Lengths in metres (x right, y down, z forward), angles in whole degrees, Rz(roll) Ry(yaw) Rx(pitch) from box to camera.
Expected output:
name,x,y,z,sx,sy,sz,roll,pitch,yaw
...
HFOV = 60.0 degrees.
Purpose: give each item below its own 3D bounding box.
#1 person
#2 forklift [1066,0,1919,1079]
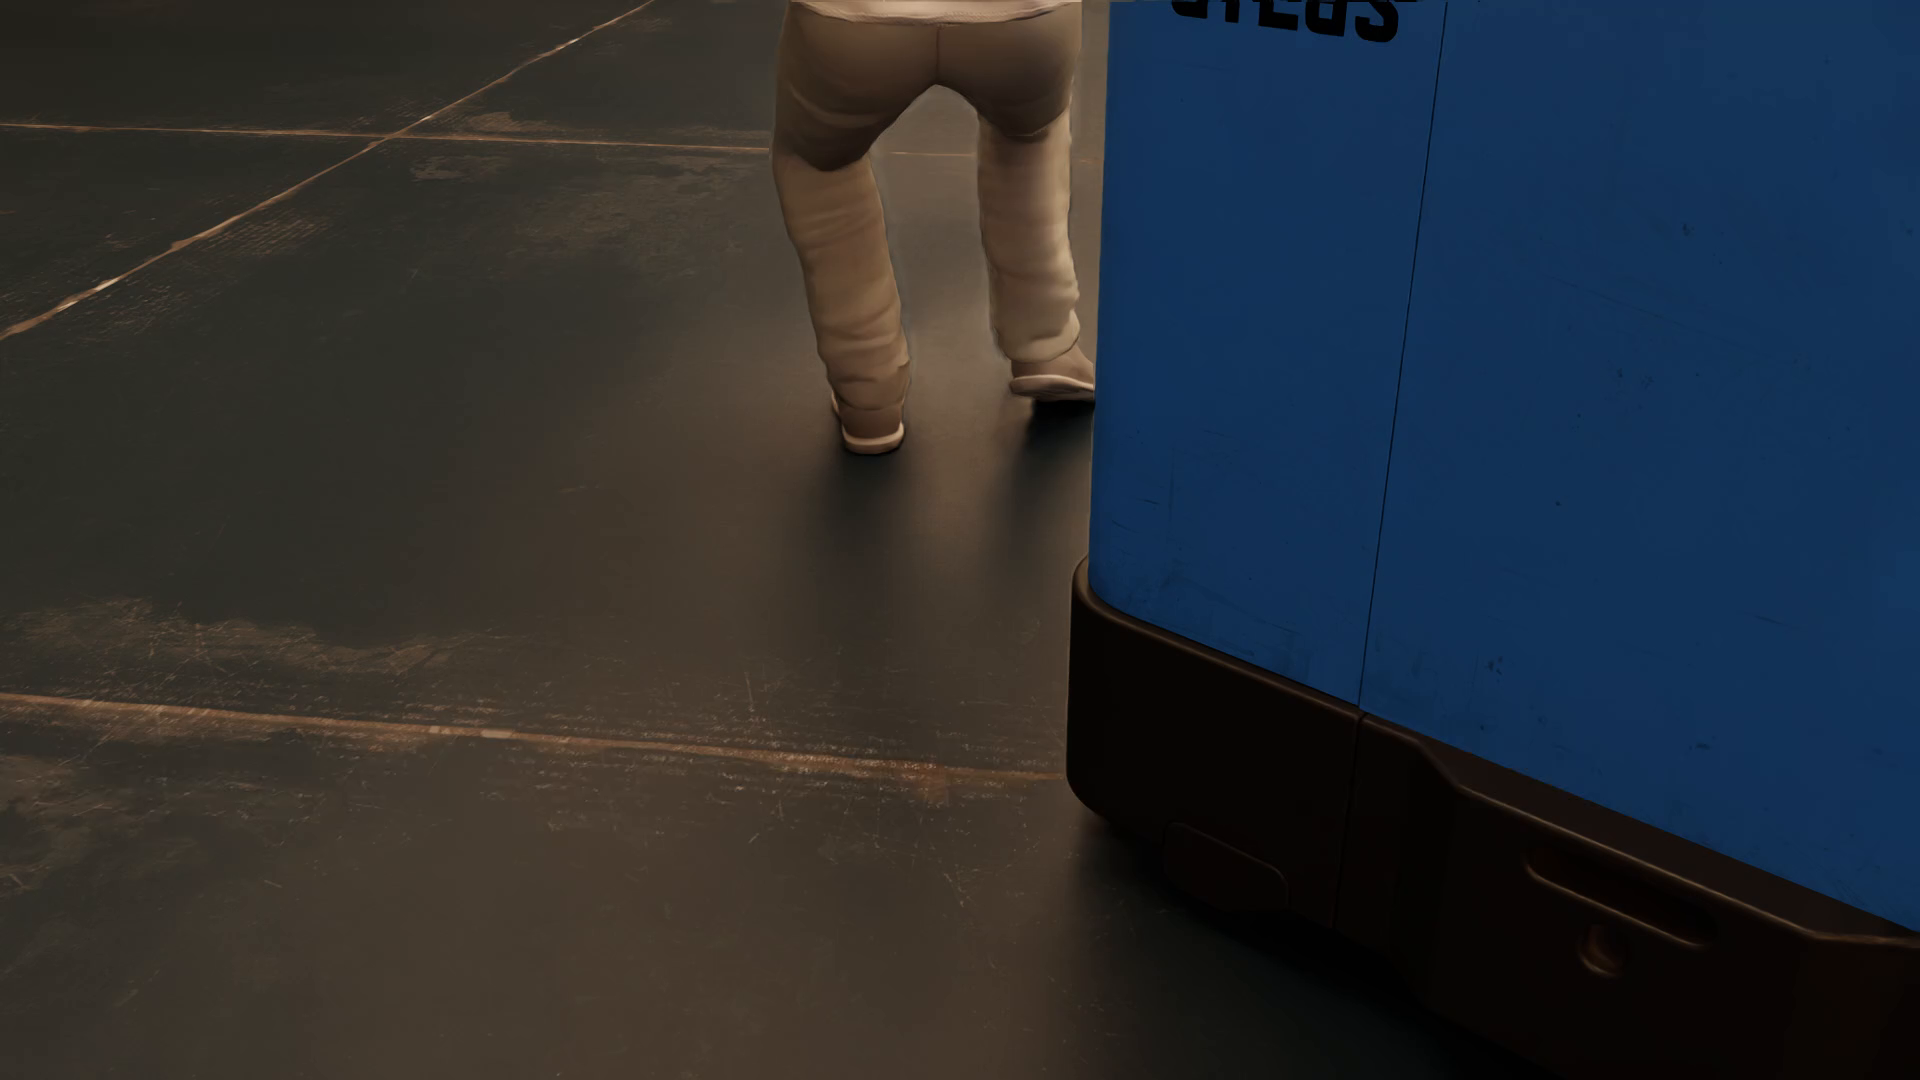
name,x,y,z,sx,sy,sz,roll,pitch,yaw
person,-0.036,-0.859,2.450,1.105,1.689,0.624,-1,27,-2
forklift,1.553,-0.712,0.644,3.031,2.935,1.130,22,34,36
